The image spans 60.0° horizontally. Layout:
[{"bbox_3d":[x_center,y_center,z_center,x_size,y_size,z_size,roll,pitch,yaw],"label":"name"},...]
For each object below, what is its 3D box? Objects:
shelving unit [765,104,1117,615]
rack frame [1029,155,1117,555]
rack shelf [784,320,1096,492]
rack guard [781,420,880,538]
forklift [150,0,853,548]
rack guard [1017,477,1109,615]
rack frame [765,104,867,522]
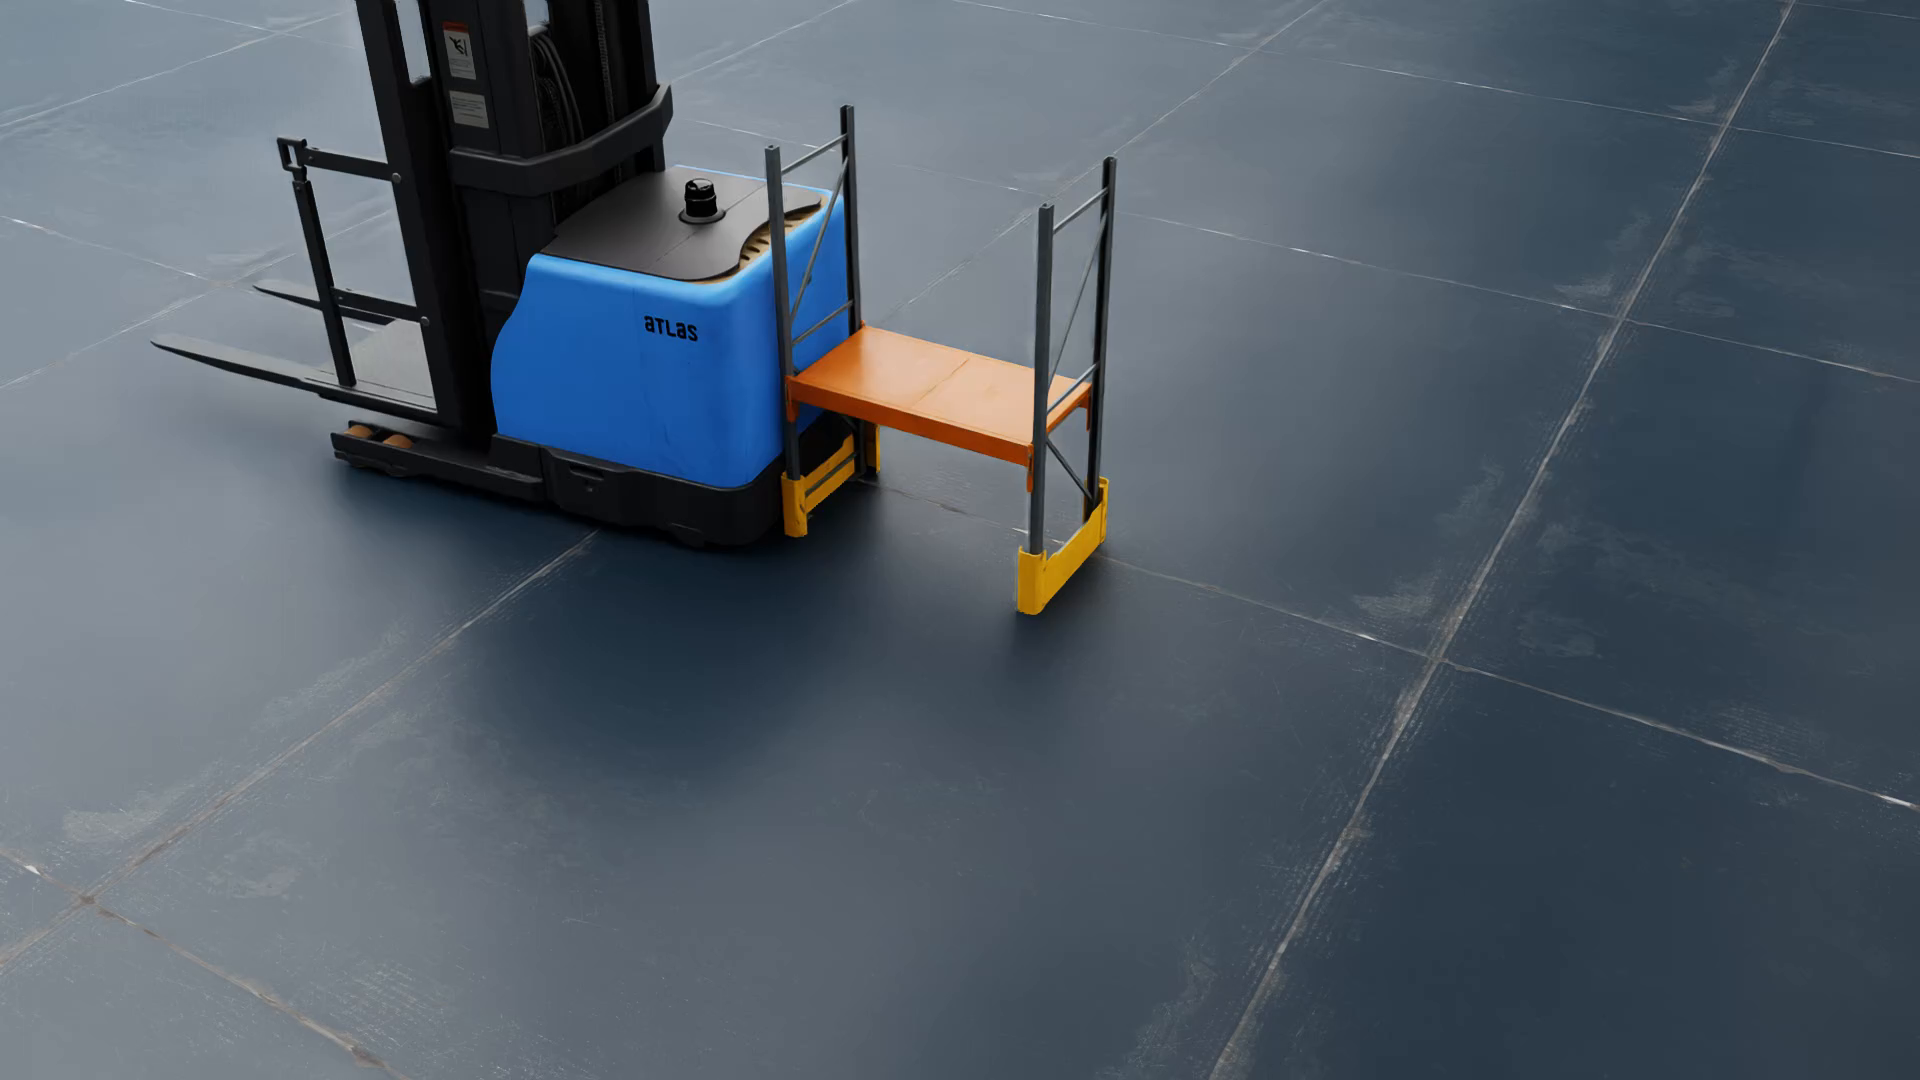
[{"bbox_3d":[-0.058,-0.644,5.864,1.083,1.500,0.587,17,37,24],"label":"shelving unit"},{"bbox_3d":[0.377,-0.508,5.660,0.032,1.500,0.500,17,37,24],"label":"rack frame"},{"bbox_3d":[-0.066,-0.497,5.967,1.000,0.185,0.538,17,37,24],"label":"rack shelf"},{"bbox_3d":[-0.492,-0.259,6.414,0.087,0.250,0.587,17,37,24],"label":"rack guard"},{"bbox_3d":[-1.956,-1.722,6.191,3.031,2.935,1.130,14,36,19],"label":"forklift"},{"bbox_3d":[0.375,0.012,6.007,0.087,0.250,0.587,17,37,24],"label":"rack guard"},{"bbox_3d":[-0.509,-0.785,6.076,0.032,1.500,0.500,17,37,24],"label":"rack frame"}]
